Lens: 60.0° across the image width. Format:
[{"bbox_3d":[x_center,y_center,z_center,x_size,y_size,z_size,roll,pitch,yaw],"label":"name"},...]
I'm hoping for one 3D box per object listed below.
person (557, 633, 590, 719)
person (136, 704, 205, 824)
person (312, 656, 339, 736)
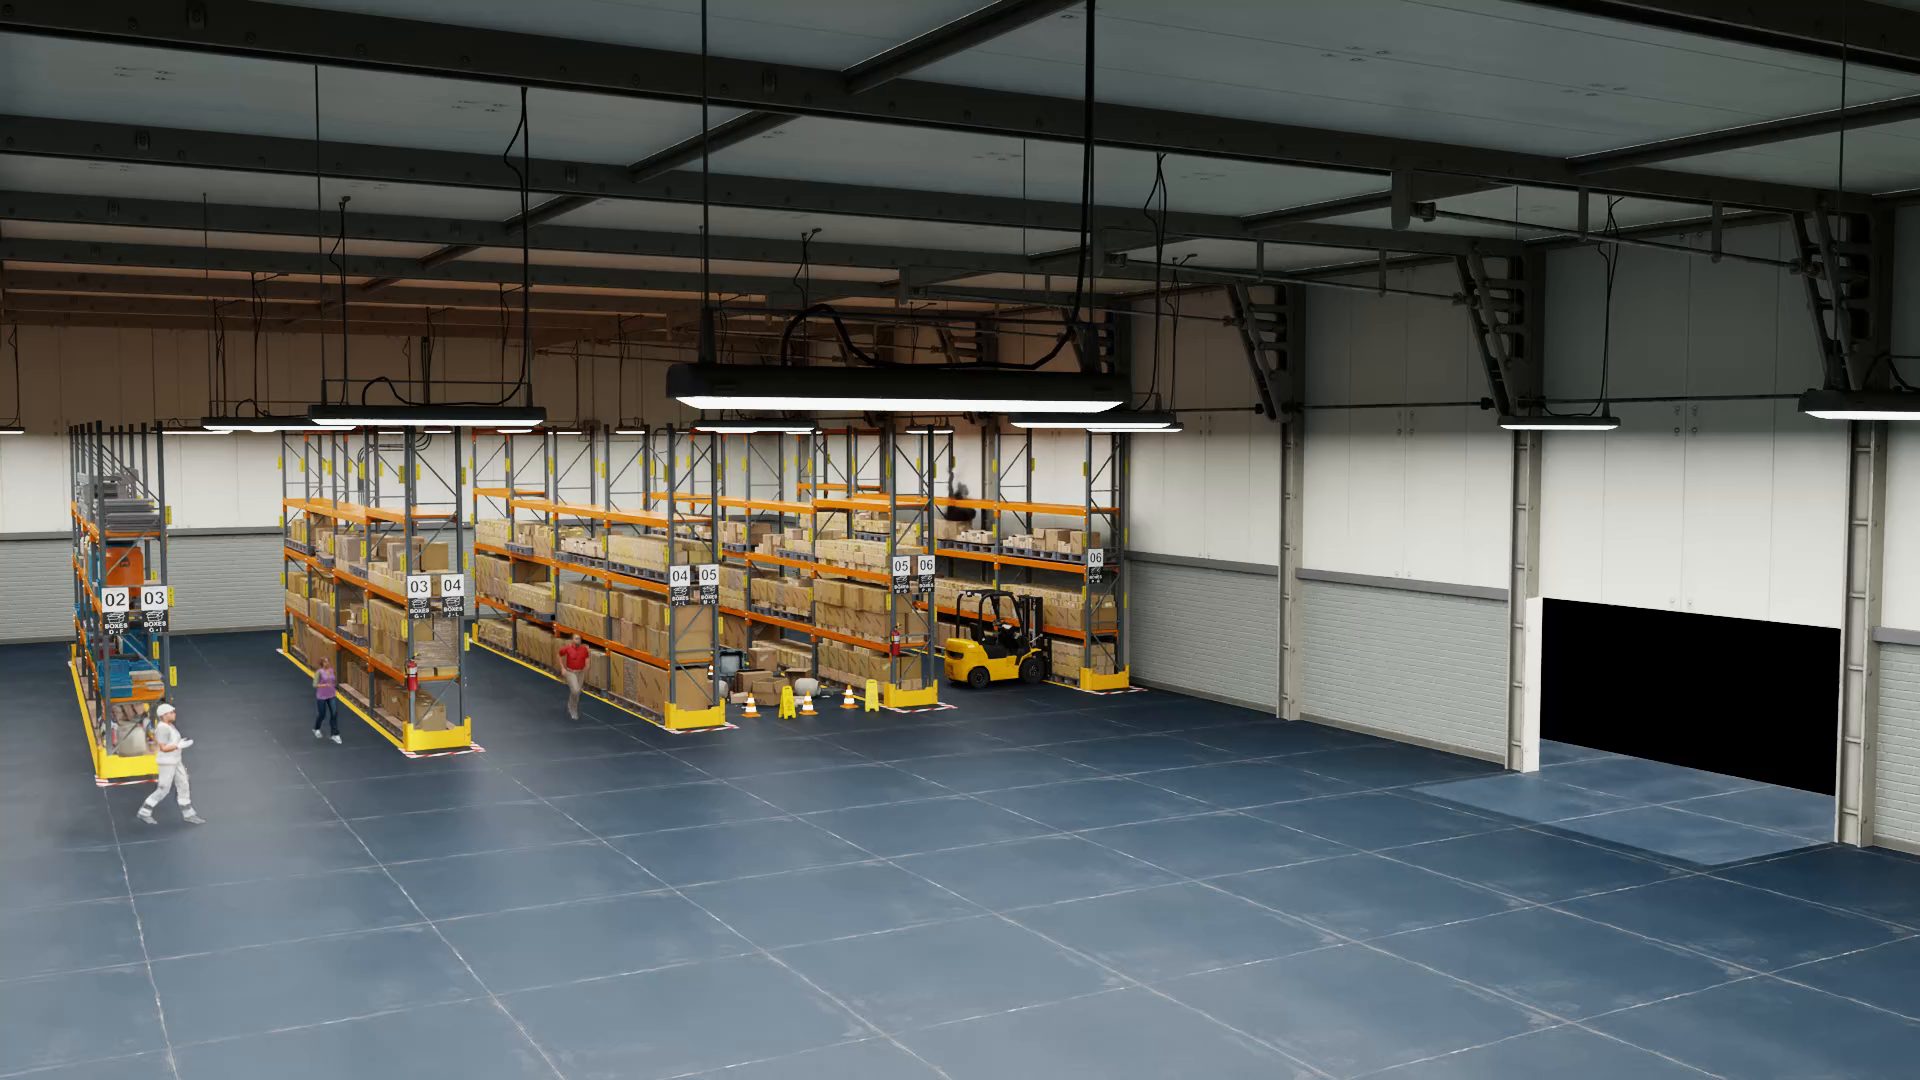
[{"bbox_3d":[-7.865,2.790,34.004,0.573,1.777,0.882,-3,5,-44],"label":"person"},{"bbox_3d":[-11.570,3.292,24.322,0.915,1.806,0.644,-1,4,-10],"label":"person"},{"bbox_3d":[-11.905,2.915,31.172,0.742,1.496,0.531,3,5,42],"label":"person"}]
